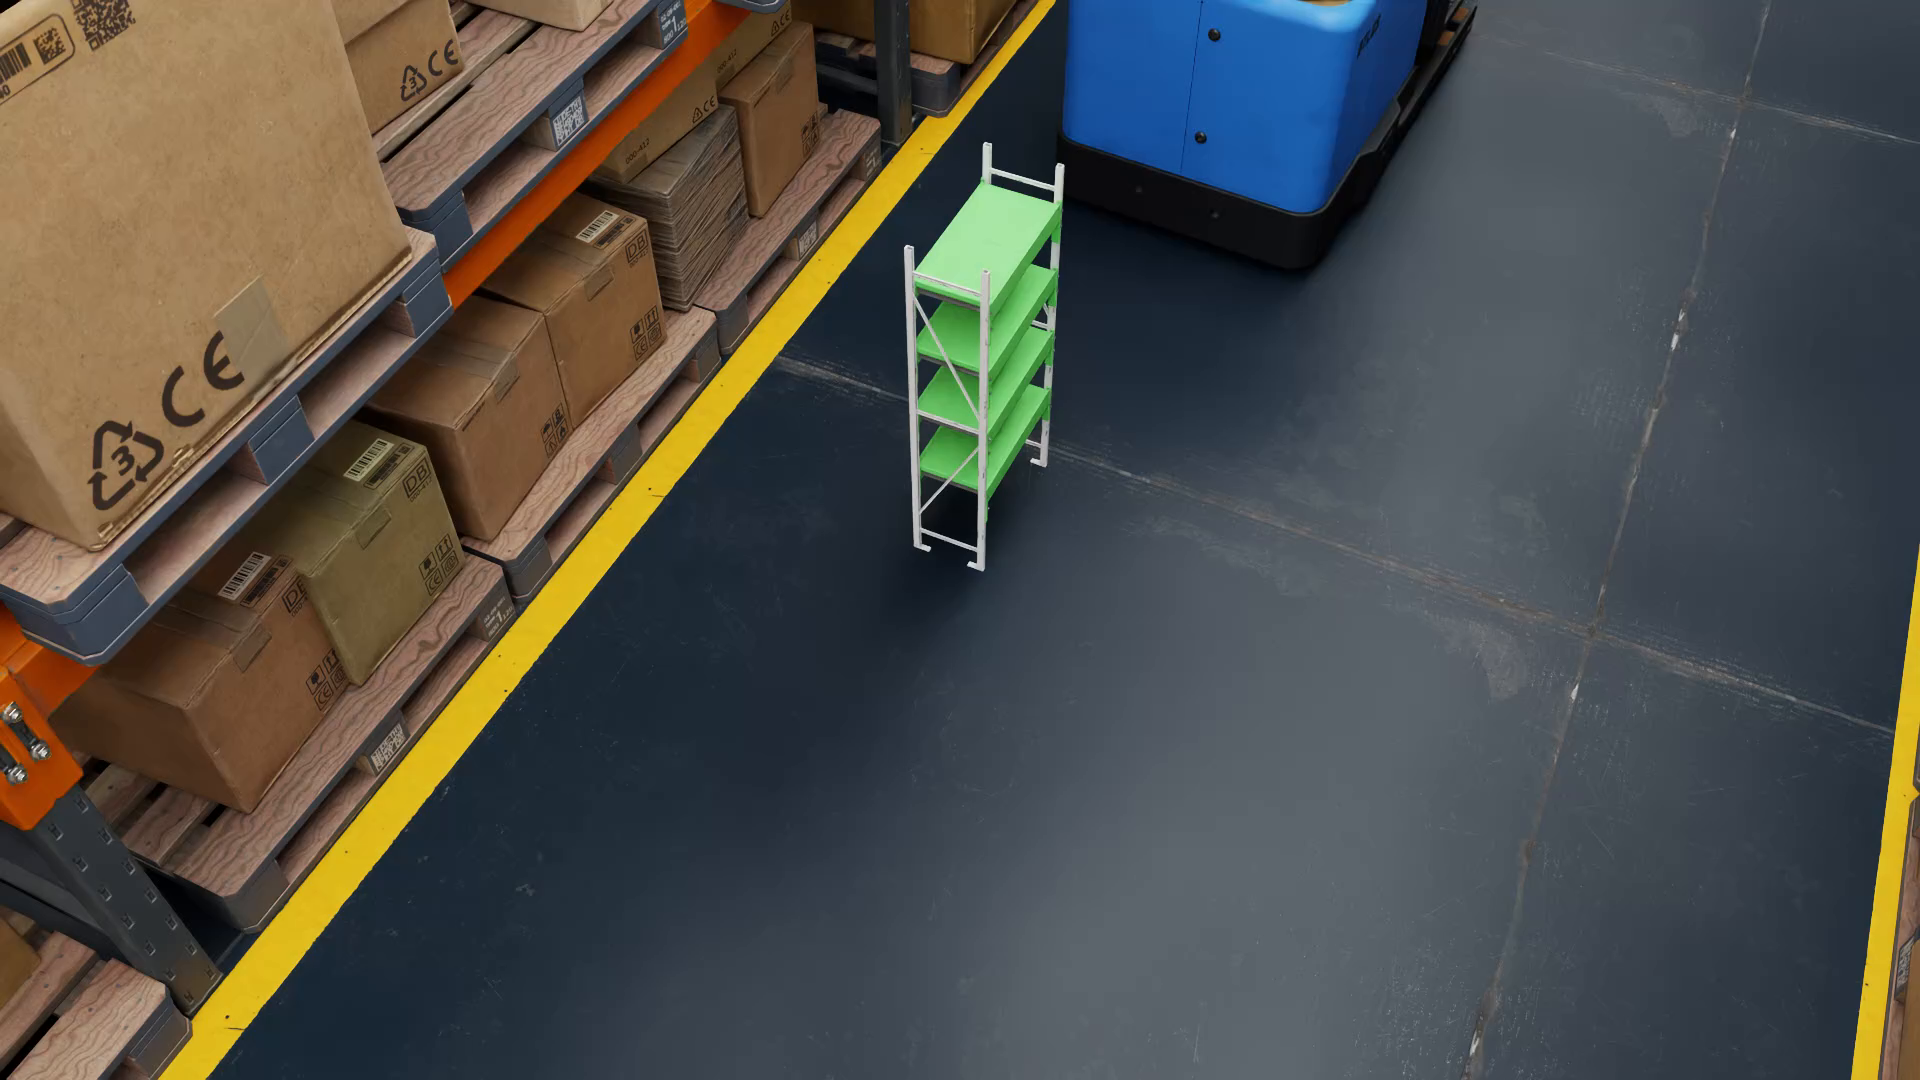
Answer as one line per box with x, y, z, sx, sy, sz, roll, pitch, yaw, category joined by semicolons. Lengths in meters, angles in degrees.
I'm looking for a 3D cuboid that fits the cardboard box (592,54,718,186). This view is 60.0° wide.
-1.142;-1.455;5.379;0.500;0.250;0.500;25;54;20;cardboard box

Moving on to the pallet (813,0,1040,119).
-0.261;-2.334;7.098;1.003;0.211;1.213;20;52;16;pallet

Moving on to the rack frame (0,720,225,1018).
-2.375;0.035;3.251;1.000;3.000;0.127;20;52;16;rack frame

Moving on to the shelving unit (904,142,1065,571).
0.071;-0.503;4.890;0.258;1.200;0.503;20;52;16;shelving unit

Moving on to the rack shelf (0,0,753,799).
-1.520;-1.109;4.697;1.077;0.370;4.000;20;52;16;rack shelf

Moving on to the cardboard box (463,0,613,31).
-1.134;-1.576;4.434;0.396;0.266;0.258;18;52;15;cardboard box

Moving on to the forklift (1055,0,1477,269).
1.509;-3.053;5.924;1.130;2.935;3.031;23;53;18;forklift

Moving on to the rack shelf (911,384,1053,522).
0.071;-0.306;5.121;0.258;0.148;0.480;20;52;16;rack shelf

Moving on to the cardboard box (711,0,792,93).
-0.925;-1.824;5.692;0.500;0.250;0.500;22;53;18;cardboard box

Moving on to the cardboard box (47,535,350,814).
-2.093;0.287;4.389;0.700;0.500;0.500;16;52;13;cardboard box

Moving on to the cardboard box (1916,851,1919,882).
3.064;0.550;4.014;1.050;0.750;0.750;21;53;17;cardboard box

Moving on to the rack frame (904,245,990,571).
-0.034;-0.335;4.747;0.240;1.200;0.015;20;52;16;rack frame

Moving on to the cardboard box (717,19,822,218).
-0.934;-1.584;5.981;0.700;0.500;0.500;17;52;14;cardboard box

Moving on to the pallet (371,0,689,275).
-1.475;-1.281;4.496;1.003;0.211;1.213;20;52;16;pallet

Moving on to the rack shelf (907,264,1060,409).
0.071;-0.617;4.756;0.258;0.148;0.480;20;52;16;rack shelf

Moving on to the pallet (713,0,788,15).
-0.874;-2.132;5.220;1.213;0.211;1.003;20;52;16;pallet

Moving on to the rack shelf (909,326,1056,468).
0.071;-0.461;4.939;0.258;0.148;0.480;20;52;16;rack shelf

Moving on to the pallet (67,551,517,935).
-2.044;0.402;4.769;1.003;0.211;1.213;20;52;16;pallet

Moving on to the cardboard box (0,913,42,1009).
-2.582;0.971;3.819;0.500;0.500;0.500;18;52;15;cardboard box

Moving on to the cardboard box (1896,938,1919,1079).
2.666;1.192;3.468;1.050;0.750;0.750;20;52;16;cardboard box

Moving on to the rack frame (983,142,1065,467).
0.175;-0.671;5.033;0.240;1.200;0.015;20;52;16;rack frame

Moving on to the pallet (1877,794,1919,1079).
2.848;1.223;4.071;1.003;0.211;1.213;20;52;16;pallet

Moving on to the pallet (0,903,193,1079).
-2.630;1.413;3.909;1.003;0.211;1.213;20;52;16;pallet

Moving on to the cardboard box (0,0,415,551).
-1.909;-0.797;3.289;1.000;1.000;1.000;20;53;16;cardboard box

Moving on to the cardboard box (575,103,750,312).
-1.160;-1.198;5.652;0.700;0.500;0.500;16;51;13;cardboard box

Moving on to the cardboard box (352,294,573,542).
-1.634;-0.421;4.991;0.700;0.500;0.500;16;51;13;cardboard box

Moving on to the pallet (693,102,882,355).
-1.001;-1.278;6.199;1.003;0.211;1.213;20;52;16;pallet

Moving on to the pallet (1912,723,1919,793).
3.370;0.386;4.783;1.003;0.211;1.213;20;52;16;pallet

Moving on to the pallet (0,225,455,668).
-1.917;-0.382;3.731;1.003;0.211;1.213;20;52;16;pallet

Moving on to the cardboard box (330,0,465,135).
-1.718;-1.358;4.093;0.797;0.503;0.637;25;54;20;cardboard box

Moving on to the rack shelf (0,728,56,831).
-3.229;1.645;2.353;1.077;0.370;4.000;20;52;16;rack shelf

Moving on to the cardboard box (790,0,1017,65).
-0.352;-2.635;6.642;1.225;0.875;0.875;18;52;14;cardboard box

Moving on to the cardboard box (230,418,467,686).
-1.872;-0.036;4.663;0.700;0.500;0.500;20;52;16;cardboard box

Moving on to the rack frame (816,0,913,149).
-0.666;-2.719;5.594;1.000;3.000;0.127;20;52;16;rack frame

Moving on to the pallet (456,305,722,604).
-1.524;-0.441;5.487;1.003;0.211;1.213;20;52;16;pallet

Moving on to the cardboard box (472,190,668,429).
-1.395;-0.805;5.318;0.700;0.500;0.500;24;54;19;cardboard box

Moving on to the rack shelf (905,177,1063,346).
0.071;-0.772;4.573;0.258;0.148;0.480;20;52;16;rack shelf
